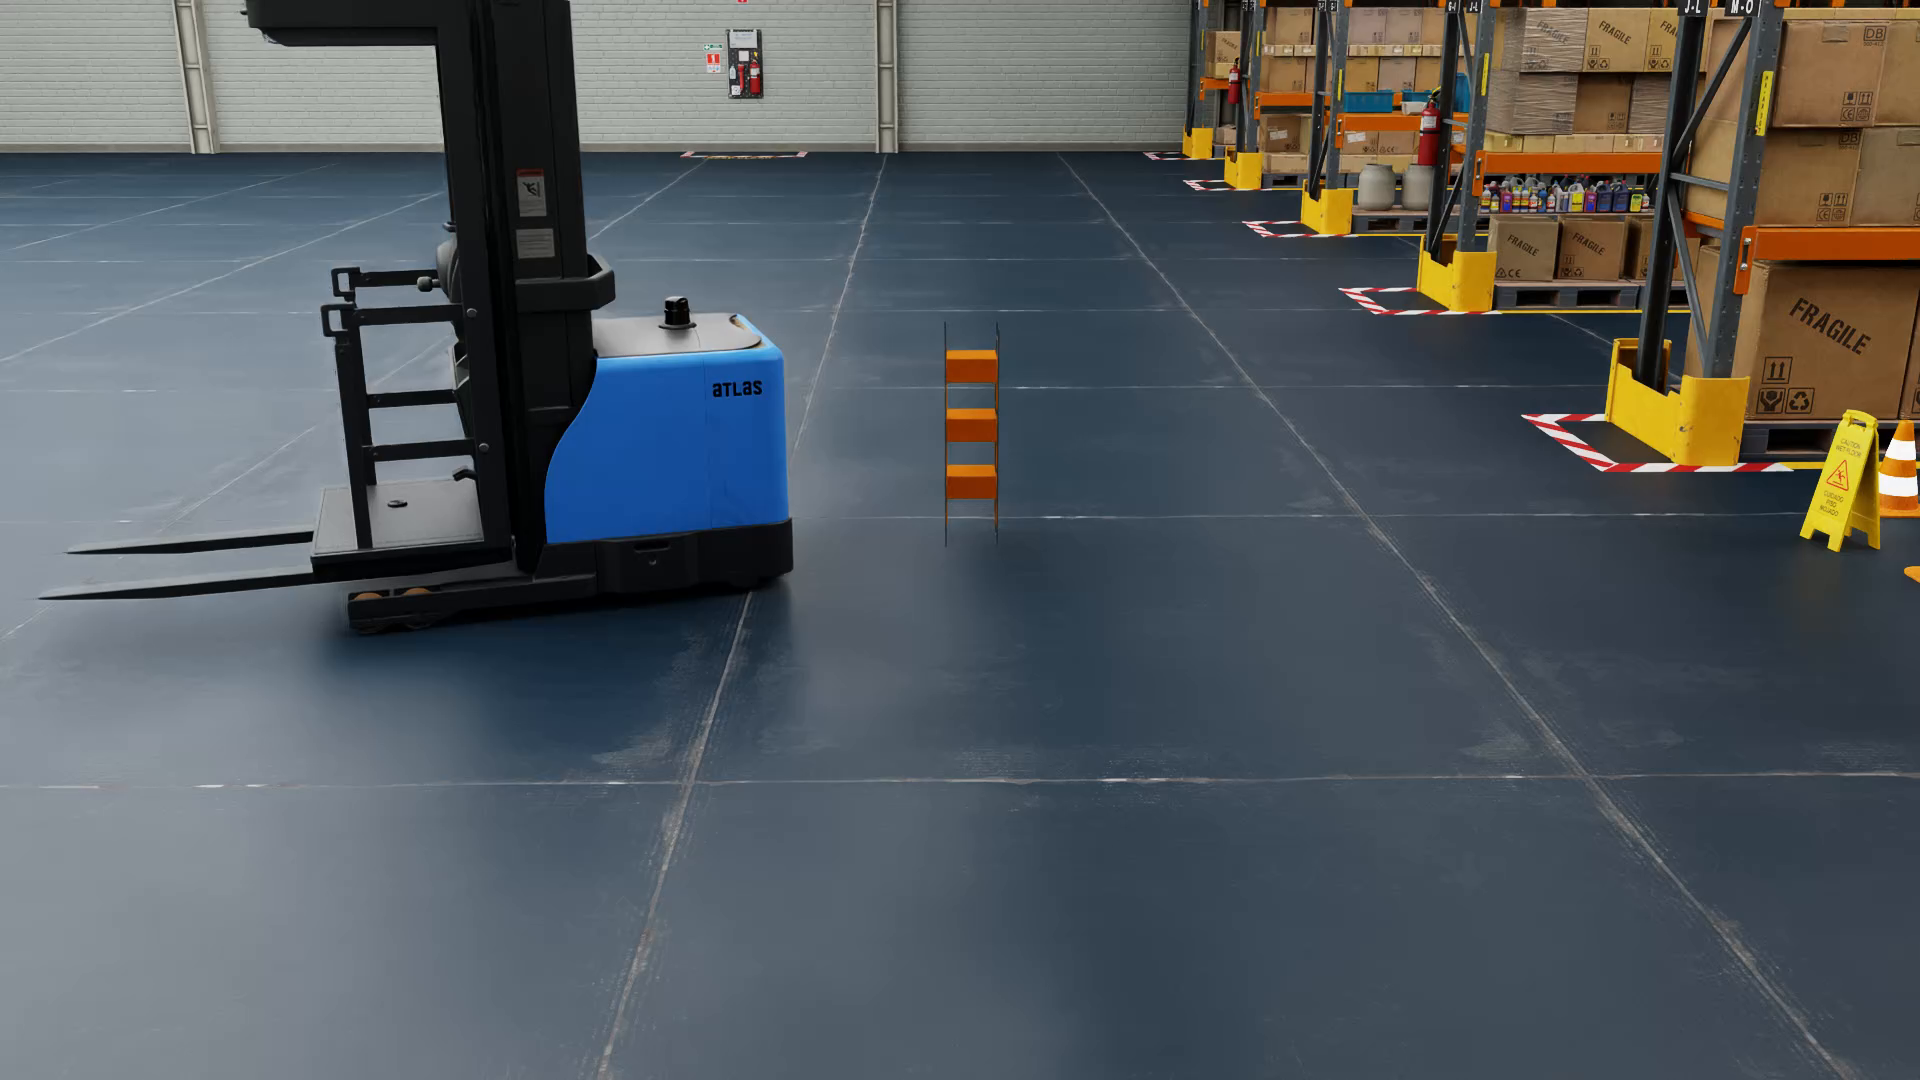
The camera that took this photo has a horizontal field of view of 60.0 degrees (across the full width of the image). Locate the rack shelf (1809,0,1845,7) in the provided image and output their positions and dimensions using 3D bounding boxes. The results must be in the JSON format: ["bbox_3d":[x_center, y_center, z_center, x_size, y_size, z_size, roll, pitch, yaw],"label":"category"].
[{"bbox_3d":[14.103,-7.696,23.394,4.000,0.370,1.077,0,18,-1],"label":"rack shelf"}]

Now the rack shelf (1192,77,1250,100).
[{"bbox_3d":[6.022,-7.742,28.448,4.000,0.370,1.077,0,18,-1],"label":"rack shelf"}]

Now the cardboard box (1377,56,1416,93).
[{"bbox_3d":[6.119,-6.616,23.597,0.500,0.500,0.700,0,18,1],"label":"cardboard box"}]

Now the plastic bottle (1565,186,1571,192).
[{"bbox_3d":[6.996,-3.922,19.089,0.133,0.283,0.061,0,18,-1],"label":"plastic bottle"}]

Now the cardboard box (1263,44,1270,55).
[{"bbox_3d":[4.483,-6.978,23.665,0.250,0.149,0.380,-1,18,-2],"label":"cardboard box"}]

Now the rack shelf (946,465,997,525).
[{"bbox_3d":[0.054,-0.225,7.976,0.240,0.259,0.215,0,18,-1],"label":"rack shelf"}]

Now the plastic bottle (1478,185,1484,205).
[{"bbox_3d":[6.124,-4.114,19.688,0.133,0.283,0.061,0,18,0],"label":"plastic bottle"}]

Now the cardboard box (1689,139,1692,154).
[{"bbox_3d":[6.047,-3.323,13.906,0.250,0.149,0.380,0,18,-1],"label":"cardboard box"}]

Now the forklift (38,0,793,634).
[{"bbox_3d":[-2.319,-1.190,6.960,3.031,2.935,1.130,-6,19,-17],"label":"forklift"}]

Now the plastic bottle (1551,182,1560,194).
[{"bbox_3d":[7.029,-4.088,19.628,0.097,0.271,0.097,0,18,0],"label":"plastic bottle"}]

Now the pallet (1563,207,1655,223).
[{"bbox_3d":[7.506,-3.750,19.392,1.213,0.211,1.003,0,18,-1],"label":"pallet"}]

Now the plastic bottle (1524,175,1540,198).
[{"bbox_3d":[6.750,-4.136,19.647,0.185,0.351,0.144,0,18,-1],"label":"plastic bottle"}]

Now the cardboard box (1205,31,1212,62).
[{"bbox_3d":[4.490,-8.437,28.423,0.500,0.500,0.500,0,18,-1],"label":"cardboard box"}]

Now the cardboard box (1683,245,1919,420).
[{"bbox_3d":[4.911,-1.232,9.770,0.875,0.875,0.875,0,18,-1],"label":"cardboard box"}]

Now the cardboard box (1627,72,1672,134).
[{"bbox_3d":[5.805,-3.748,14.170,0.500,0.500,0.875,0,18,-1],"label":"cardboard box"}]

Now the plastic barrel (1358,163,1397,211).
[{"bbox_3d":[4.835,-4.091,19.274,0.421,0.512,0.421,0,18,0],"label":"plastic barrel"}]

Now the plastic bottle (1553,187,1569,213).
[{"bbox_3d":[6.861,-3.888,18.994,0.135,0.276,0.152,0,18,0],"label":"plastic bottle"}]

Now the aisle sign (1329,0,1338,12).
[{"bbox_3d":[4.111,-6.197,18.199,0.004,0.787,0.394,0,18,-1],"label":"aisle sign"}]

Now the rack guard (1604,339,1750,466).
[{"bbox_3d":[4.210,-0.830,9.818,0.348,0.500,1.175,0,18,-1],"label":"rack guard"}]

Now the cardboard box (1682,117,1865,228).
[{"bbox_3d":[4.604,-2.108,9.462,0.550,0.550,0.875,0,18,-1],"label":"cardboard box"}]

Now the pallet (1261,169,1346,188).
[{"bbox_3d":[4.868,-5.250,24.069,1.213,0.211,1.003,0,18,-1],"label":"pallet"}]

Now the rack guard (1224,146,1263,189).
[{"bbox_3d":[4.080,-5.371,23.973,0.348,0.500,1.175,0,18,-1],"label":"rack guard"}]

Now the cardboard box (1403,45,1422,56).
[{"bbox_3d":[6.300,-6.863,23.305,0.250,0.149,0.380,0,18,1],"label":"cardboard box"}]

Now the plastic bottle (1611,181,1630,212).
[{"bbox_3d":[7.538,-3.925,18.989,0.185,0.351,0.144,-1,18,-2],"label":"plastic bottle"}]

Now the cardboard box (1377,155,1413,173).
[{"bbox_3d":[6.143,-5.394,23.765,0.500,0.250,0.500,0,18,-1],"label":"cardboard box"}]

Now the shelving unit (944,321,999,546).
[{"bbox_3d":[0.054,-0.500,7.888,0.252,1.050,0.215,0,18,-1],"label":"shelving unit"}]

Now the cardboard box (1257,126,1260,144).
[{"bbox_3d":[5.285,-6.982,28.585,0.500,0.311,0.500,1,18,4],"label":"cardboard box"}]

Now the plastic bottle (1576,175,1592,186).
[{"bbox_3d":[7.364,-4.139,19.656,0.185,0.351,0.144,0,18,1],"label":"plastic bottle"}]

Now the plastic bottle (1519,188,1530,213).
[{"bbox_3d":[6.439,-3.875,18.963,0.097,0.271,0.097,0,18,0],"label":"plastic bottle"}]

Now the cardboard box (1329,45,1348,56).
[{"bbox_3d":[5.265,-6.858,23.289,0.250,0.149,0.380,-1,18,-2],"label":"cardboard box"}]

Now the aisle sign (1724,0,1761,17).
[{"bbox_3d":[4.168,-3.167,8.753,0.004,0.787,0.394,0,18,-1],"label":"aisle sign"}]

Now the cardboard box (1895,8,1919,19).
[{"bbox_3d":[7.810,-4.135,13.738,0.500,0.500,0.500,0,18,-1],"label":"cardboard box"}]

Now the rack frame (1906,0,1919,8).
[{"bbox_3d":[8.256,-3.555,14.220,0.127,3.000,1.000,0,18,-1],"label":"rack frame"}]

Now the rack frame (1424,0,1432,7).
[{"bbox_3d":[8.021,-8.094,28.368,0.127,3.000,1.000,0,18,-1],"label":"rack frame"}]

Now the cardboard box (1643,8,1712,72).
[{"bbox_3d":[5.811,-4.124,13.705,0.500,0.500,0.500,0,18,-1],"label":"cardboard box"}]

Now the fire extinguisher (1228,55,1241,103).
[{"bbox_3d":[3.978,-6.666,24.044,0.183,0.674,0.296,0,18,-1],"label":"fire extinguisher"}]

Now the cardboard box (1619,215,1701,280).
[{"bbox_3d":[6.105,-2.554,14.504,0.500,0.500,0.500,1,18,4],"label":"cardboard box"}]

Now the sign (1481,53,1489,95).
[{"bbox_3d":[4.265,-3.783,13.511,0.005,0.325,0.100,0,18,-1],"label":"sign"}]

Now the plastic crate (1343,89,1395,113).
[{"bbox_3d":[4.674,-5.072,19.191,0.616,0.251,0.499,0,18,-1],"label":"plastic crate"}]

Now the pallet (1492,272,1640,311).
[{"bbox_3d":[5.145,-2.202,14.566,1.213,0.211,1.003,0,18,-1],"label":"pallet"}]

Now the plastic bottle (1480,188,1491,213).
[{"bbox_3d":[5.996,-3.873,18.956,0.097,0.271,0.097,0,18,0],"label":"plastic bottle"}]

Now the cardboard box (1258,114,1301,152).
[{"bbox_3d":[4.635,-5.903,24.125,0.500,0.500,0.500,0,18,-1],"label":"cardboard box"}]

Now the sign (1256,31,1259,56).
[{"bbox_3d":[4.107,-6.842,22.919,0.005,0.325,0.100,0,18,-1],"label":"sign"}]

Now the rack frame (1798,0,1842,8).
[{"bbox_3d":[12.103,-6.600,23.712,0.127,3.000,1.000,0,18,-1],"label":"rack frame"}]

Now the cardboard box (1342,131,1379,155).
[{"bbox_3d":[5.643,-5.753,23.659,0.500,0.500,0.500,0,18,-1],"label":"cardboard box"}]

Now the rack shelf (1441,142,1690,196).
[{"bbox_3d":[6.256,-3.203,14.300,4.000,0.370,1.077,0,18,-1],"label":"rack shelf"}]

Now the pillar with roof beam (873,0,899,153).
[{"bbox_3d":[-1.223,-9.855,24.037,0.400,9.000,9.100,0,18,-1],"label":"pillar with roof beam"}]

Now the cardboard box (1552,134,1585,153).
[{"bbox_3d":[5.046,-3.337,13.951,0.250,0.149,0.380,0,18,-1],"label":"cardboard box"}]

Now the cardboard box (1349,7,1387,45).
[{"bbox_3d":[5.653,-7.233,23.396,0.500,0.500,0.700,0,18,-1],"label":"cardboard box"}]

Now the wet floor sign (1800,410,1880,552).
[{"bbox_3d":[4.236,-0.295,7.910,0.232,0.644,0.267,-3,18,-10],"label":"wet floor sign"}]
